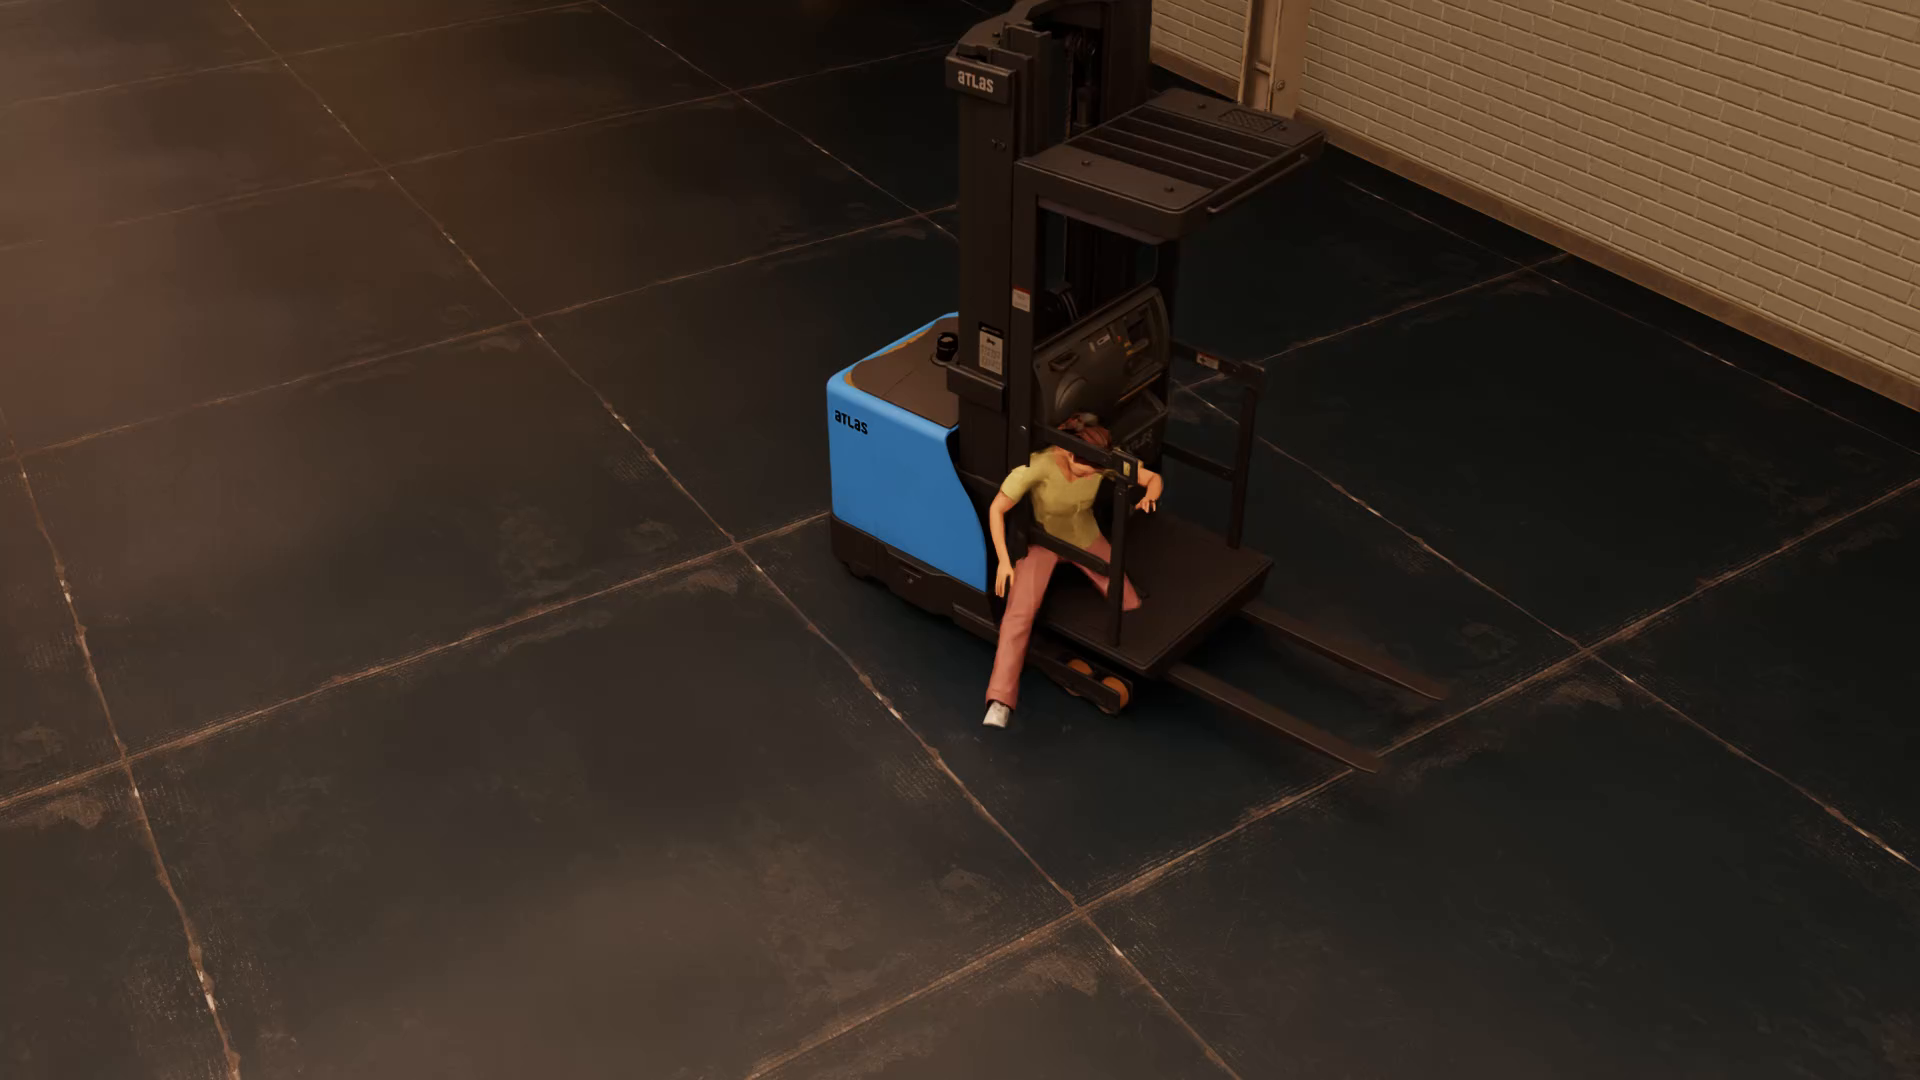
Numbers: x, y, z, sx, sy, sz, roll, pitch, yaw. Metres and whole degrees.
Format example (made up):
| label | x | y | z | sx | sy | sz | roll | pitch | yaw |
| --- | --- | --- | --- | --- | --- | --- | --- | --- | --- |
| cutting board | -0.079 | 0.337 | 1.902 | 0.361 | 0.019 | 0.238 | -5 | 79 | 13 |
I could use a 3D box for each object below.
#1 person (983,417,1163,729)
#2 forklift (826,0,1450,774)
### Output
| label | x | y | z | sx | sy | sz | roll | pitch | yaw |
| --- | --- | --- | --- | --- | --- | --- | --- | --- | --- |
| person | 0.539 | 0.126 | 7.337 | 1.001 | 1.347 | 1.104 | -4 | 35 | -5 |
| forklift | 0.794 | -0.753 | 7.220 | 3.031 | 2.935 | 1.130 | 26 | 43 | 32 |
